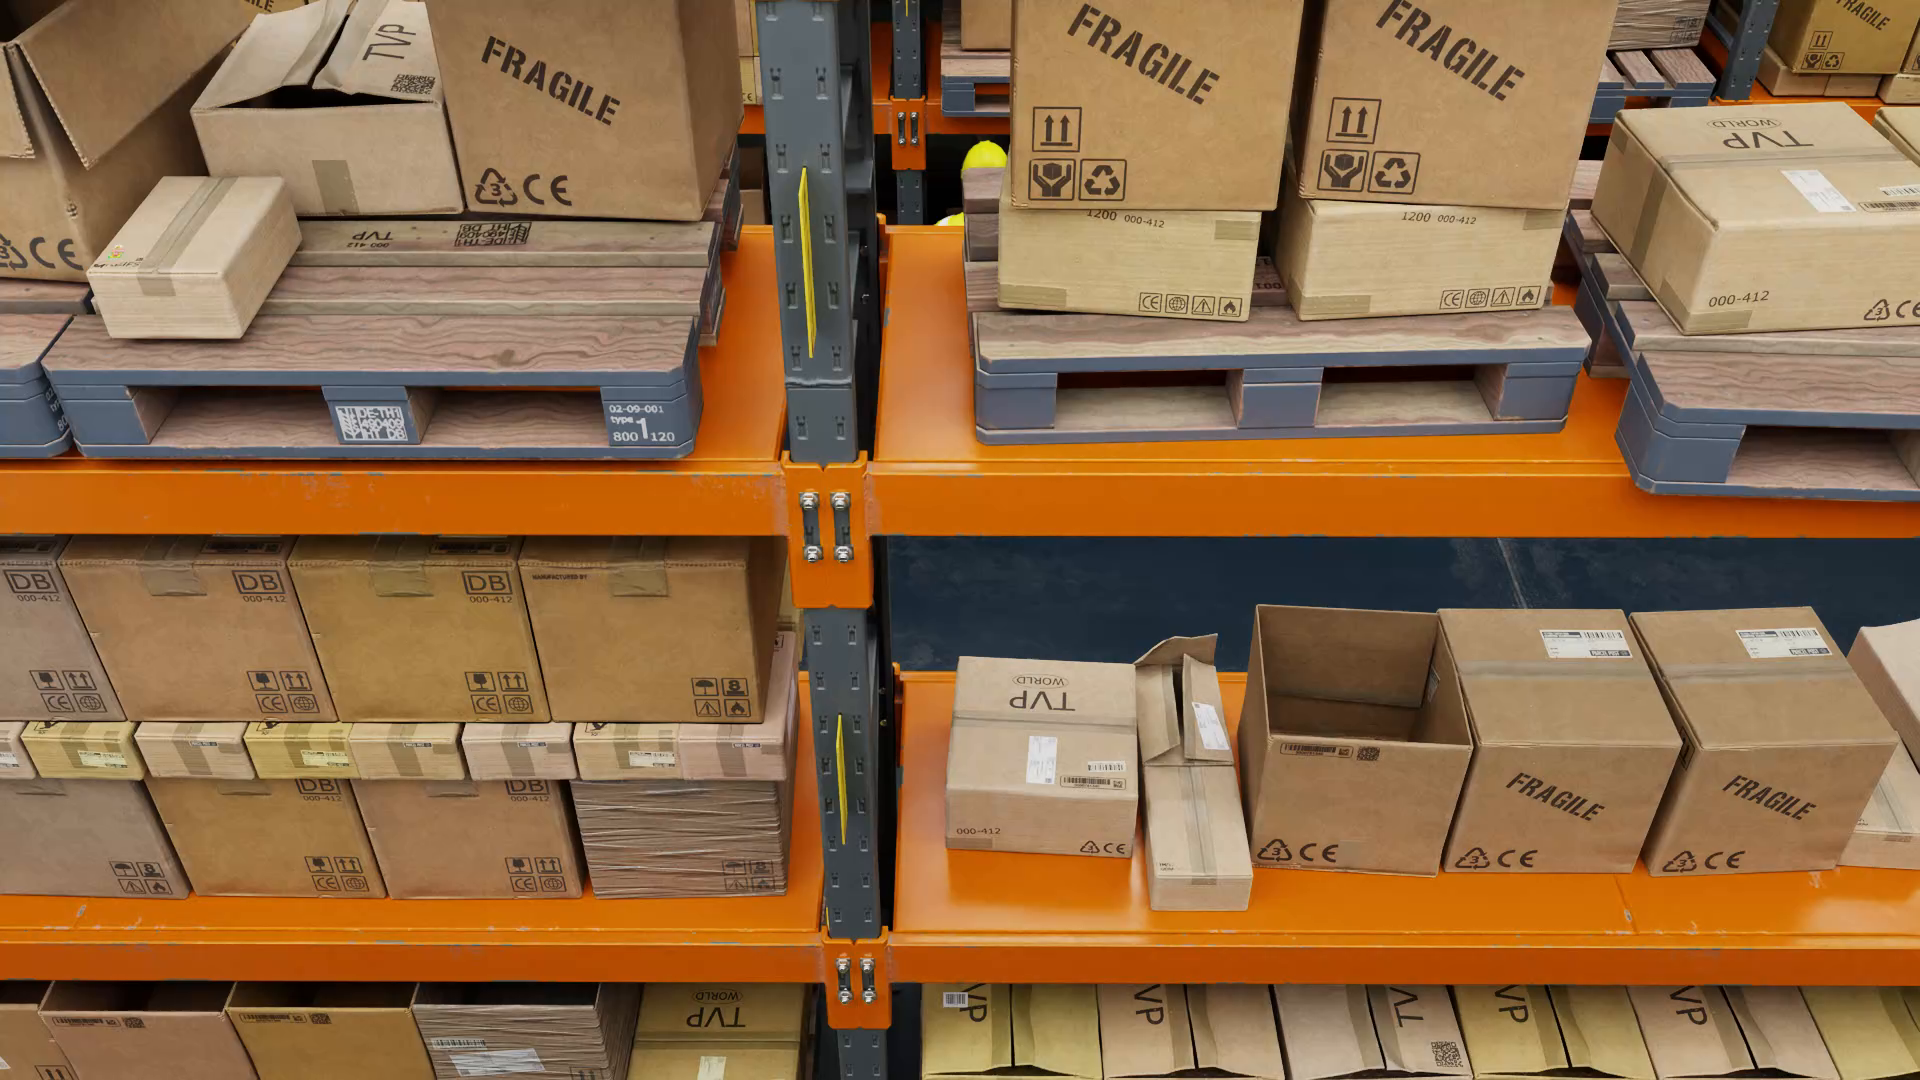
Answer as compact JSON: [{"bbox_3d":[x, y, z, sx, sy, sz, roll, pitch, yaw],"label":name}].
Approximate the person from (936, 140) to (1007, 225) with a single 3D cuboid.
[{"bbox_3d":[0.131,-0.877,7.210,0.628,1.761,0.458,0,39,0],"label":"person"}]
